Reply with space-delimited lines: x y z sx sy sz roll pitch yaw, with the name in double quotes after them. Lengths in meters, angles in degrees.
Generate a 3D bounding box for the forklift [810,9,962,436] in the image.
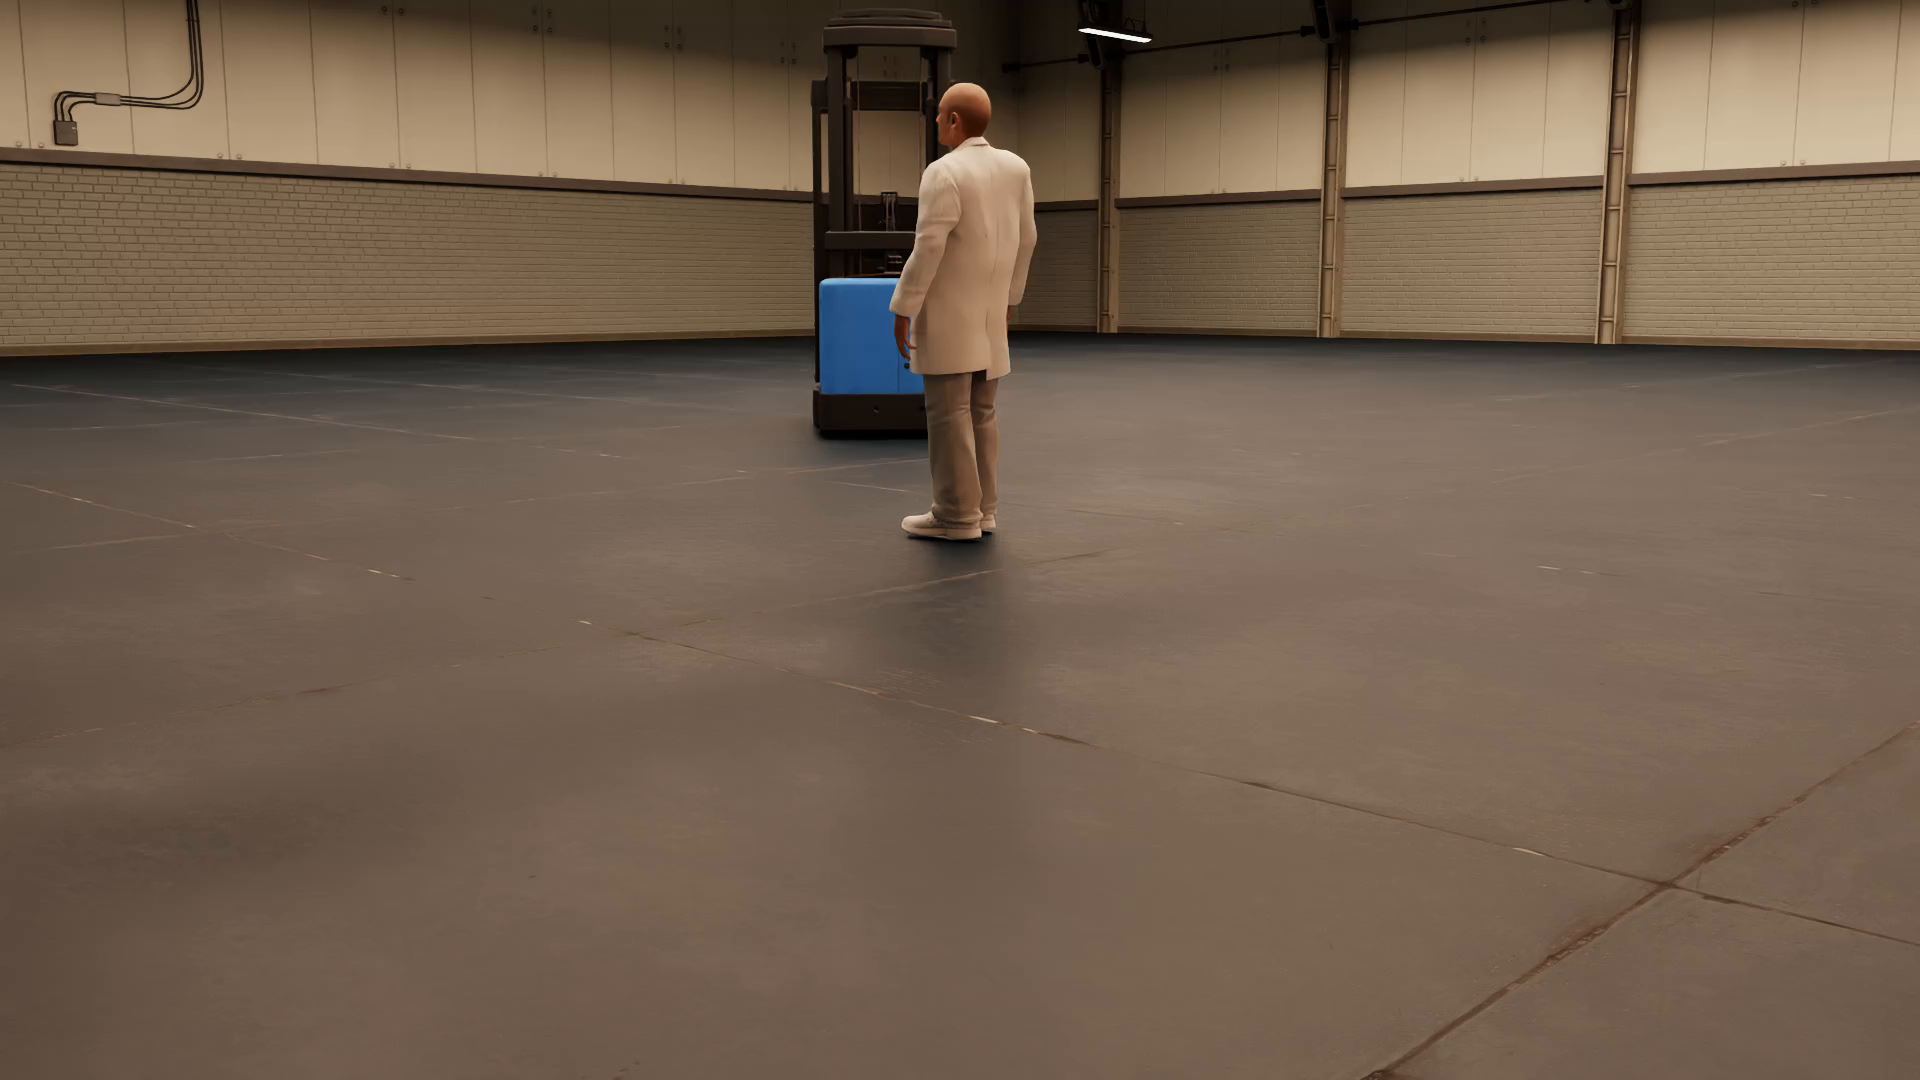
-0.555 -2.343 12.437 1.130 2.935 3.031 -1 9 -6 "forklift"

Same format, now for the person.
-0.061 -0.896 6.649 0.581 1.775 0.696 8 12 43 "person"
